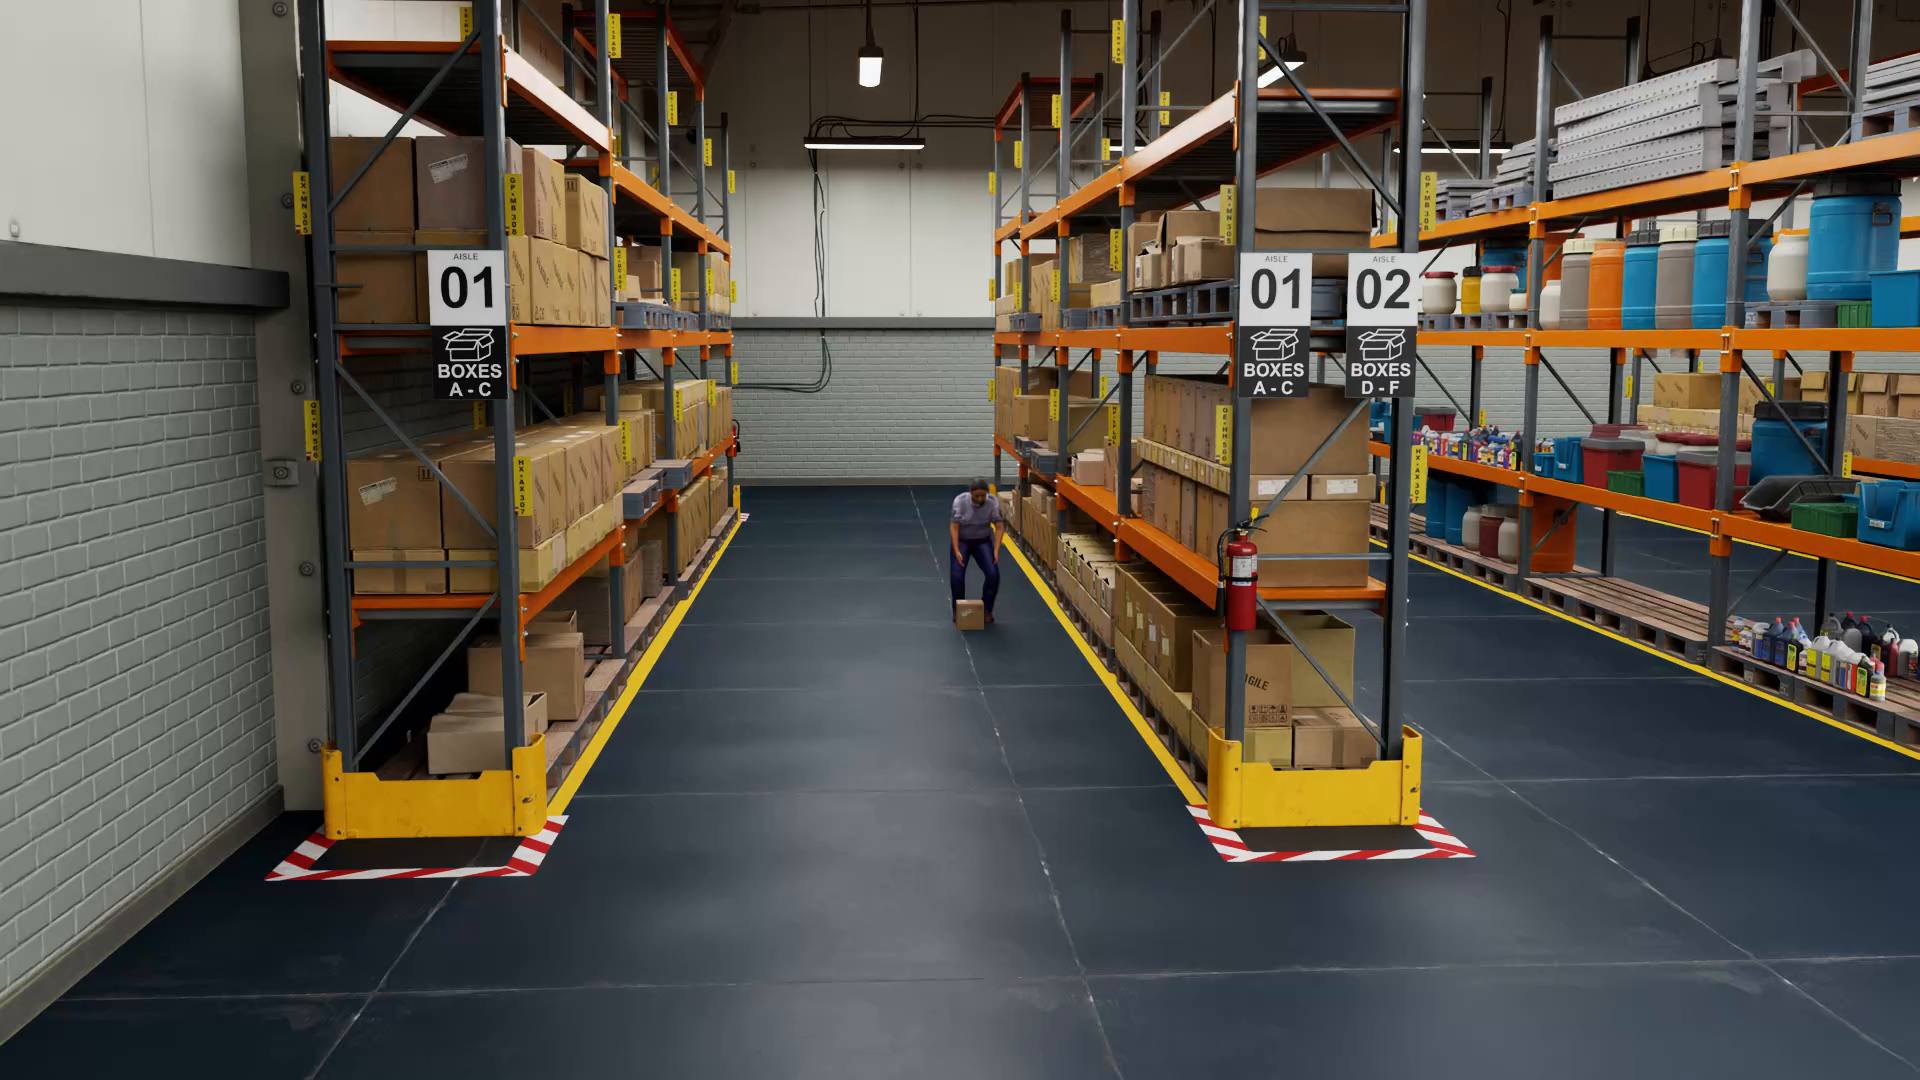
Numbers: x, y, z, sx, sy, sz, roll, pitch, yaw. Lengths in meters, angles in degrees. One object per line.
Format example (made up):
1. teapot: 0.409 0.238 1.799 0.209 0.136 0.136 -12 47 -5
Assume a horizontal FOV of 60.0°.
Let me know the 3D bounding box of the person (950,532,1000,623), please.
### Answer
1. person: 0.135 0.333 16.186 0.486 0.909 0.498 0 7 -4
